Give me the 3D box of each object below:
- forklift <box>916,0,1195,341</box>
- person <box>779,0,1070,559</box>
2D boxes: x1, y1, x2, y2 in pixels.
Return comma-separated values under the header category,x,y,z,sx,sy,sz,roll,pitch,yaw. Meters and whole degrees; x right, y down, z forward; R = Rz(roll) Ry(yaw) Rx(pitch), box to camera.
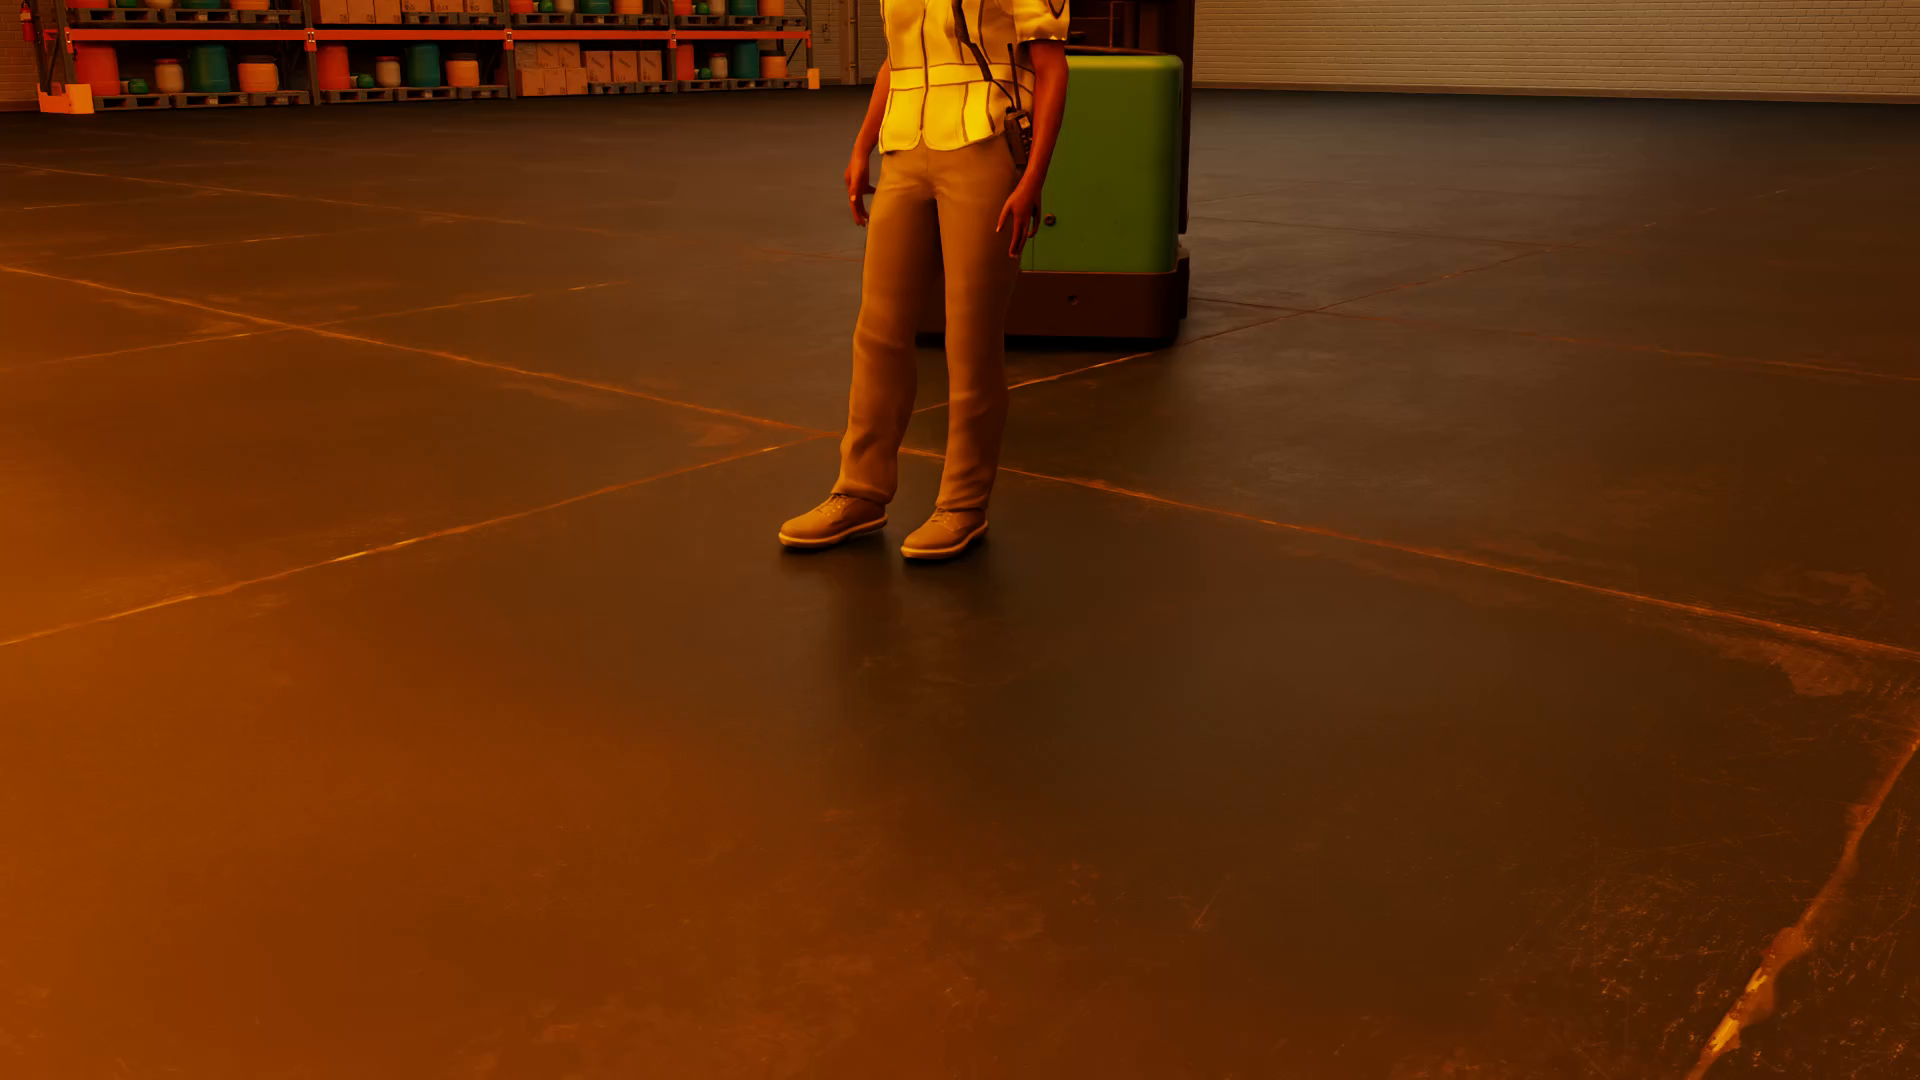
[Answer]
category,x,y,z,sx,sy,sz,roll,pitch,yaw
forklift,0.486,-2.531,7.234,1.130,2.935,3.031,2,17,8
person,-0.063,-0.805,3.650,0.569,1.695,0.528,13,21,37
